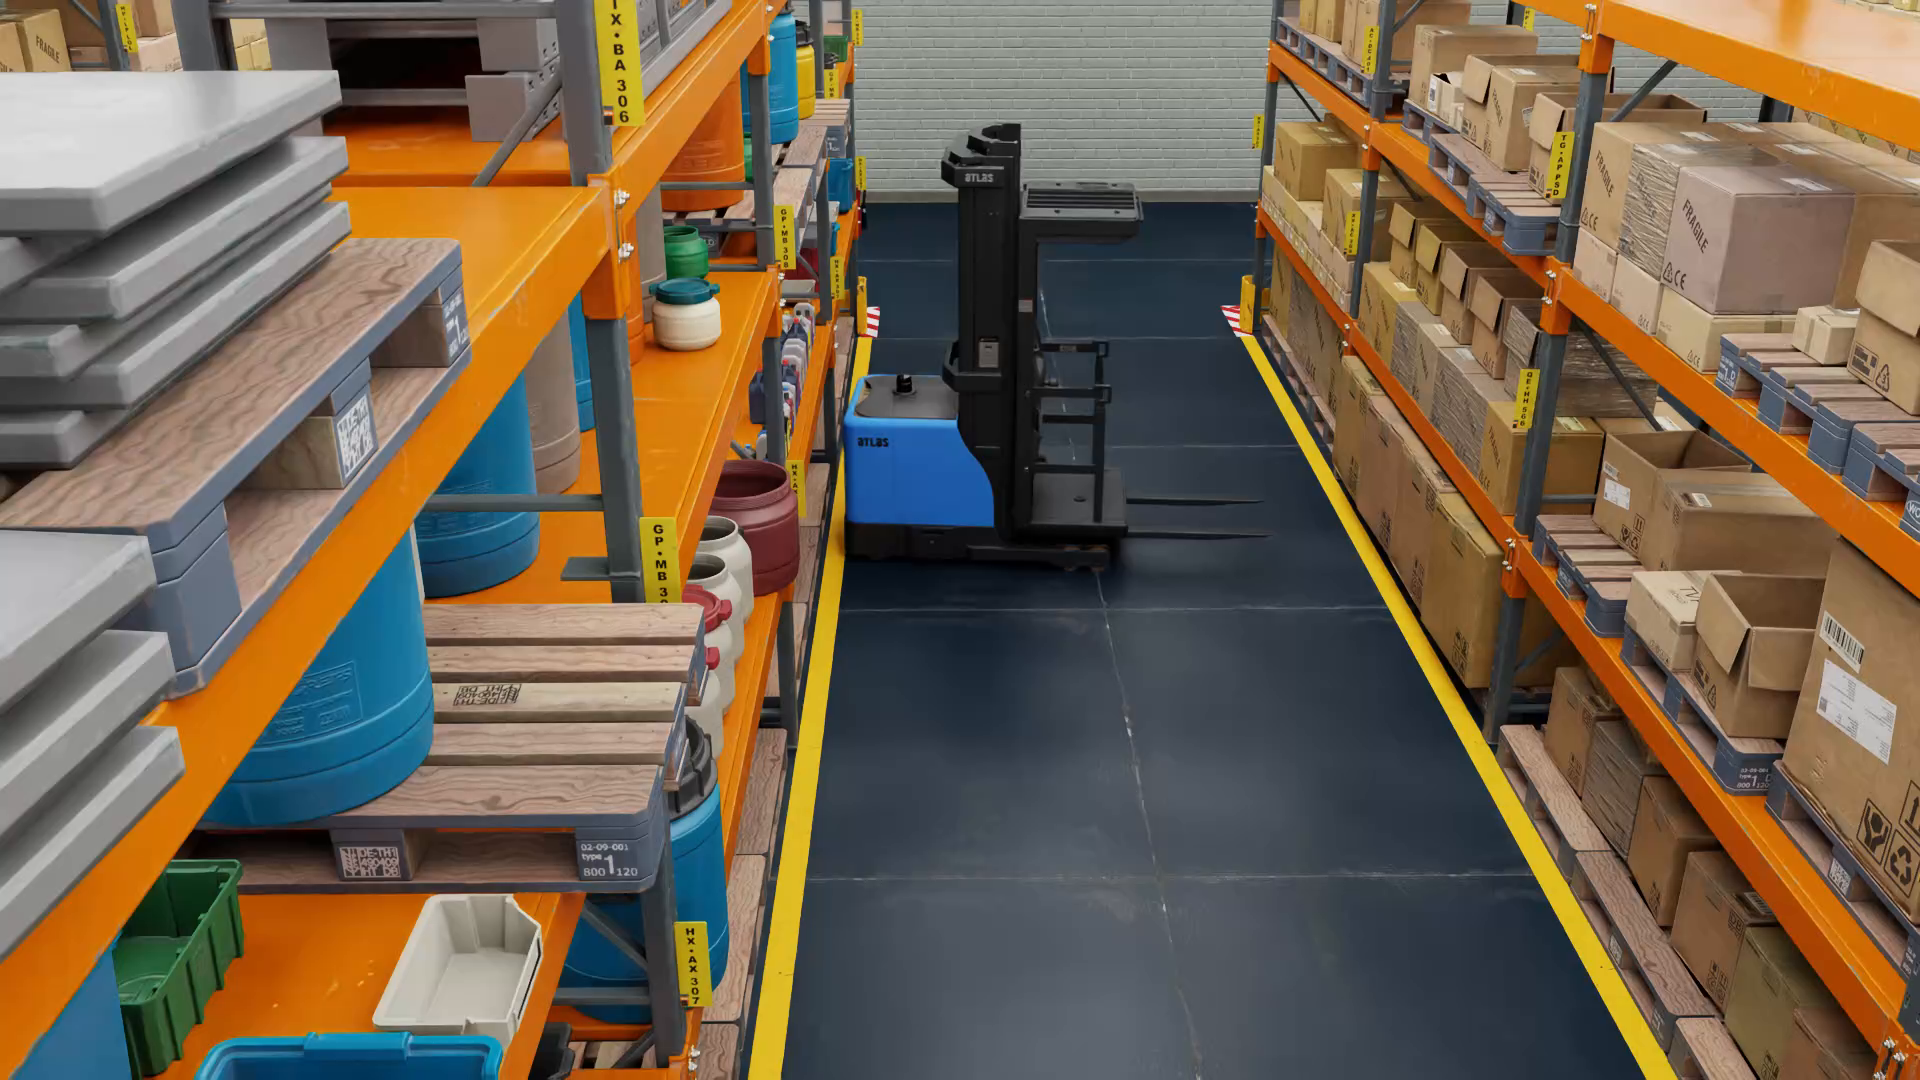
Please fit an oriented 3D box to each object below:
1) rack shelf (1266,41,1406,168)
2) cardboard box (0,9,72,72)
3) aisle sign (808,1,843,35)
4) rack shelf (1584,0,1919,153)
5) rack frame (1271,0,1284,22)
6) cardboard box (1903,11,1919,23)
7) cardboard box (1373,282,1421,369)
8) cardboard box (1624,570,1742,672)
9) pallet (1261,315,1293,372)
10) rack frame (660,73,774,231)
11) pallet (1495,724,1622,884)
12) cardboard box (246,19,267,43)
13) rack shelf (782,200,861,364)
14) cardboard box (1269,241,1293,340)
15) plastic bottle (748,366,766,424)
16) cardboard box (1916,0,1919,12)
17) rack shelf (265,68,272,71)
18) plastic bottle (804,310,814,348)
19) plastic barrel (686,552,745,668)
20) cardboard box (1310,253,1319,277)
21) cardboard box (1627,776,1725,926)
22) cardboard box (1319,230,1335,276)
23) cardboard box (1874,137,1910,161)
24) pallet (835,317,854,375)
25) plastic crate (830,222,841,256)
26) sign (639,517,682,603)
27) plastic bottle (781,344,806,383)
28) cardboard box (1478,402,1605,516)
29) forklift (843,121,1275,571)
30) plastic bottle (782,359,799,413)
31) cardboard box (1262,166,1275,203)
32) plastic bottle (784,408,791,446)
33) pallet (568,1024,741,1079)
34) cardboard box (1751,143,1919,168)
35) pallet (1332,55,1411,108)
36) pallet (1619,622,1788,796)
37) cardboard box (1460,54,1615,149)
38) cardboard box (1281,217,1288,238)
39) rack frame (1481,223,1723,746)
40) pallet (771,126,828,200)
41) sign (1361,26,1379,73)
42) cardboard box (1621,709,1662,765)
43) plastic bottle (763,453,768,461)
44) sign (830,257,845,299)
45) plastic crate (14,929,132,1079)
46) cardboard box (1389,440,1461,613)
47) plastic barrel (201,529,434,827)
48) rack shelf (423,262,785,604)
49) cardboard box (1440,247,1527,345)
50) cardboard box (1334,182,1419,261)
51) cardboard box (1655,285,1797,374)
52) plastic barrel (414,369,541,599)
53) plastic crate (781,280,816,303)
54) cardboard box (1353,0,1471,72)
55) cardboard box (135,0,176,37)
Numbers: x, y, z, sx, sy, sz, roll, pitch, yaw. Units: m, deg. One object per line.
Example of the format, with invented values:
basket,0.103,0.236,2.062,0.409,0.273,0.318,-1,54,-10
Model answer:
rack shelf,3.458,-3.726,13.965,1.077,0.370,4.000,0,24,-1
cardboard box,-6.494,-3.262,11.312,0.600,0.600,0.600,-3,24,-6
aisle sign,-1.224,-4.705,15.741,0.394,0.787,0.004,0,24,-1
rack shelf,3.546,-1.614,6.141,1.077,0.370,4.000,0,24,-1
rack frame,3.437,-6.245,15.021,1.000,3.000,0.127,0,24,-1
cardboard box,8.150,-4.205,13.725,0.500,0.250,0.500,-1,24,-3
cardboard box,3.242,-1.511,11.713,0.500,0.500,0.500,0,24,0
cardboard box,3.312,0.354,7.384,0.500,0.250,0.500,-1,24,-2
pallet,3.524,-1.912,16.104,1.003,0.211,1.213,0,24,-1
rack frame,-1.429,-2.926,7.683,1.000,3.000,0.127,0,24,-1
pallet,3.531,1.378,8.831,1.003,0.211,1.213,0,24,-1
cardboard box,-6.201,-4.372,14.095,0.500,0.250,0.500,0,24,-1
rack shelf,-1.494,-2.337,14.534,1.077,0.370,4.000,0,24,-1
cardboard box,3.524,-2.471,16.026,0.875,0.875,0.875,0,24,-1
plastic bottle,-1.274,-0.931,10.612,0.144,0.351,0.185,0,24,-1
cardboard box,8.161,-4.425,13.729,0.380,0.149,0.250,1,24,1
rack shelf,-6.447,-3.683,13.870,1.077,0.370,4.000,0,24,-1
plastic bottle,-1.097,-1.532,12.022,0.061,0.283,0.133,0,24,-1
plastic barrel,-1.199,0.353,7.578,0.421,0.512,0.421,0,24,0
cardboard box,3.138,-2.297,13.877,0.380,0.149,0.250,0,24,0
cardboard box,3.583,1.462,7.761,0.700,0.500,0.500,2,24,4
cardboard box,3.205,-2.324,13.454,0.500,0.250,0.500,0,24,1
cardboard box,8.141,-3.310,14.117,0.500,0.500,0.500,-1,24,-2
pallet,-1.546,-1.879,16.031,1.003,0.211,1.213,0,24,-1
plastic crate,-1.237,-2.595,14.362,0.416,0.233,0.300,0,24,-1
sign,-0.835,0.087,4.651,0.100,0.325,0.005,0,24,-1
plastic bottle,-1.134,-1.210,11.319,0.152,0.276,0.135,0,24,-1
cardboard box,3.271,-0.463,9.395,0.500,0.500,0.500,0,24,1
forklift,0.719,-1.344,11.549,3.031,2.935,1.130,1,24,3
plastic bottle,-1.123,-0.987,10.736,0.144,0.351,0.185,0,24,-1
cardboard box,3.172,-3.380,15.787,0.500,0.250,0.500,-1,24,-2
plastic bottle,-1.093,-0.702,10.203,0.097,0.271,0.097,0,24,0
pallet,-1.433,2.403,6.565,1.003,0.211,1.213,0,24,-1
cardboard box,3.796,-1.448,7.328,0.500,0.500,0.500,0,24,-1
pallet,3.482,-3.527,12.759,1.003,0.211,1.213,0,24,-1
pallet,3.586,0.688,7.205,1.003,0.211,1.213,0,24,-1
cardboard box,3.480,-2.662,10.104,0.797,0.503,0.637,-1,24,-1
cardboard box,3.124,-2.826,15.046,0.380,0.149,0.250,-1,24,-2
rack frame,3.524,-0.215,8.969,1.000,3.000,0.127,0,24,-1
pallet,-1.351,-2.332,10.238,1.003,0.211,1.213,0,24,-1
sign,2.925,-3.498,11.865,0.100,0.325,0.005,0,24,-1
cardboard box,3.577,0.876,8.145,0.500,0.250,0.500,2,24,5
plastic bottle,-1.084,-0.362,9.449,0.097,0.271,0.097,0,24,0
sign,-0.922,-1.969,12.511,0.100,0.325,0.005,0,24,-1
plastic crate,-1.663,0.960,2.750,0.392,0.384,0.575,0,24,-1
cardboard box,3.535,-0.090,10.761,1.225,0.875,0.875,0,24,0
plastic barrel,-1.481,0.080,3.559,0.600,0.901,0.708,0,24,-1
rack shelf,-1.407,-0.408,6.627,1.077,0.370,4.000,0,24,-1
cardboard box,3.514,-1.564,10.612,0.797,0.503,0.637,1,24,1
cardboard box,3.208,-2.460,12.844,0.500,0.500,0.500,0,24,1
cardboard box,3.295,-0.895,7.015,0.500,0.250,0.500,0,24,1
plastic barrel,-1.608,-0.348,5.015,0.600,0.901,0.708,0,24,-1
plastic crate,-1.335,-1.941,13.031,0.396,0.136,0.243,0,24,-1
cardboard box,3.412,-3.835,12.580,0.700,0.500,0.500,-2,24,-4
cardboard box,-6.333,-4.095,12.573,0.700,0.500,0.500,0,24,-1
